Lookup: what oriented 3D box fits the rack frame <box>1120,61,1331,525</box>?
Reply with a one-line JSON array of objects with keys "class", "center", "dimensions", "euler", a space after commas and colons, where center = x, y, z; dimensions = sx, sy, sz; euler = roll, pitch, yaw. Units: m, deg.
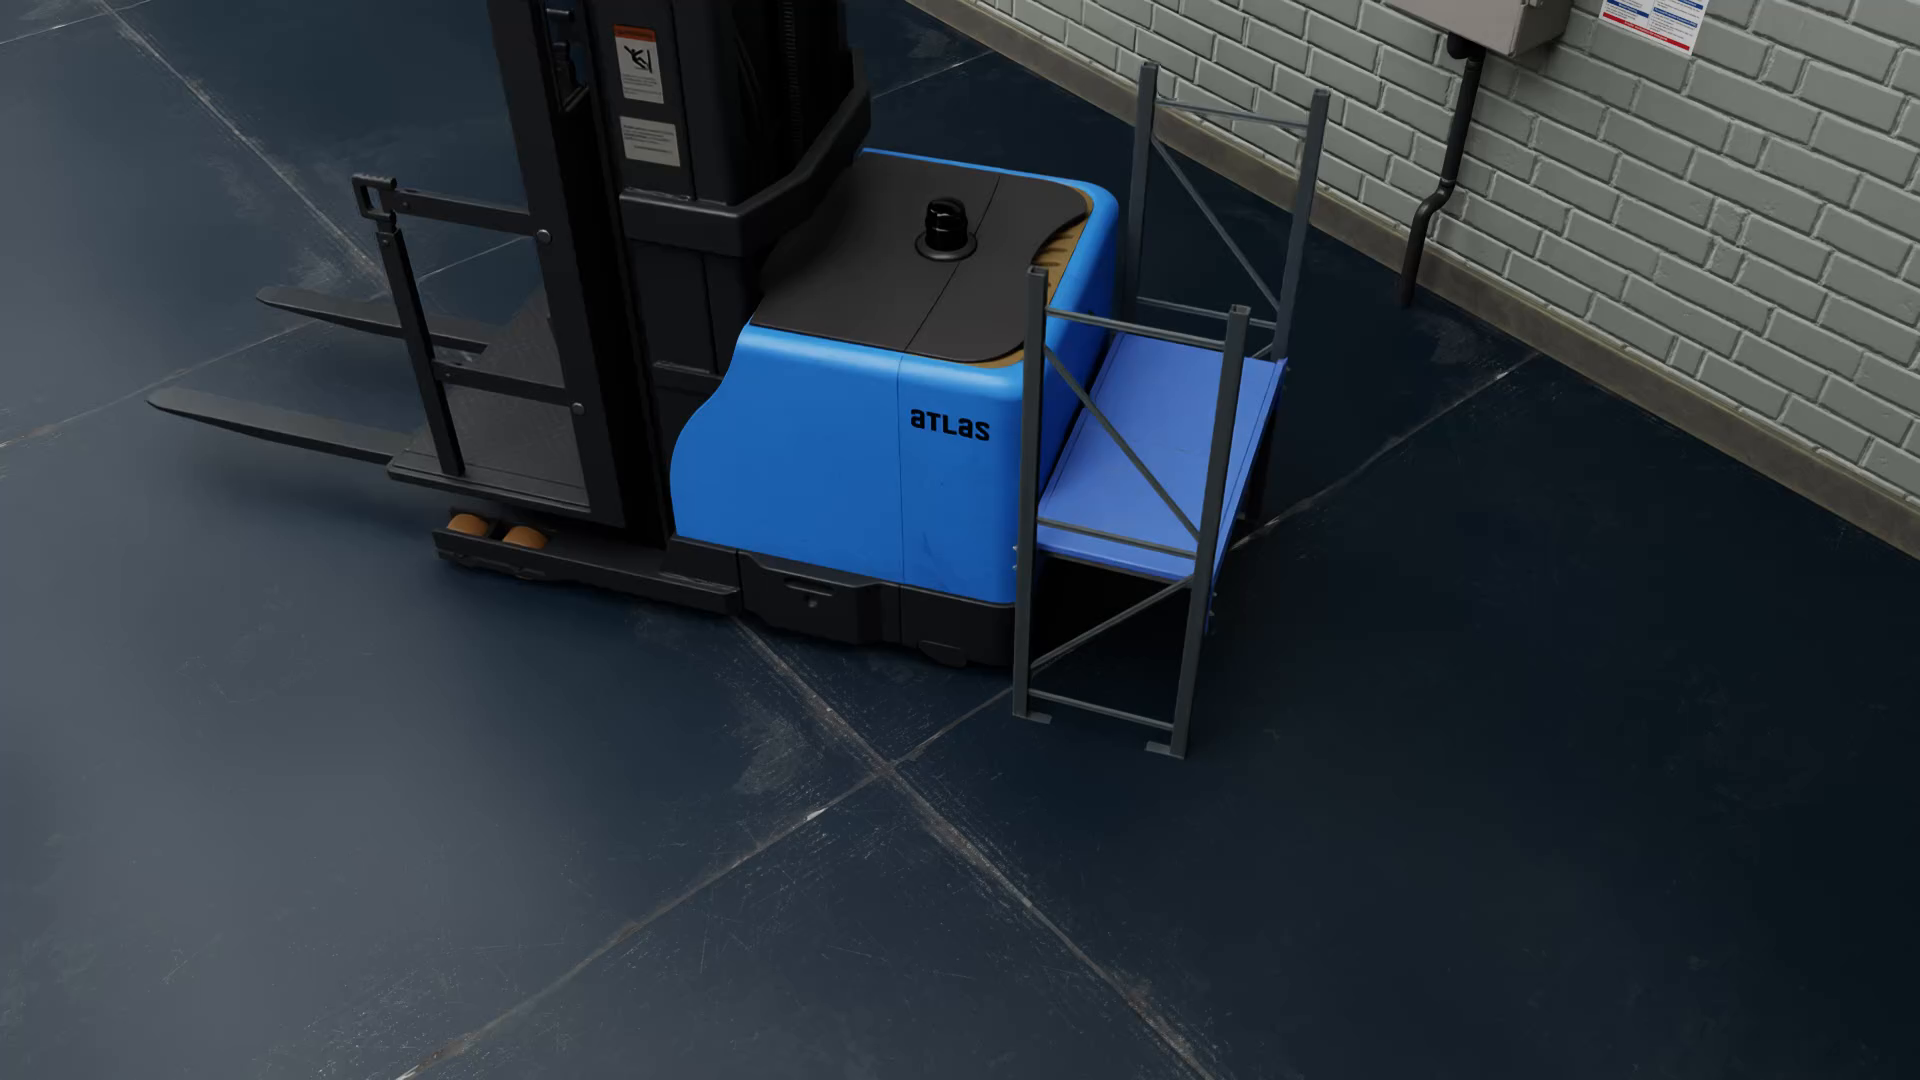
[{"class": "rack frame", "center": [0.718, -0.661, 4.858], "dimensions": [0.500, 1.500, 0.032], "euler": [13, 45, 14]}]

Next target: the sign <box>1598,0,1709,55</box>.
[{"class": "sign", "center": [2.117, -1.739, 4.980], "dimensions": [0.001, 0.494, 0.329], "euler": [-30, 51, -28]}]

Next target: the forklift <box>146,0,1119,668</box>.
[{"class": "forklift", "center": [-1.105, -1.279, 4.471], "dimensions": [3.031, 2.935, 1.130], "euler": [12, 44, 12]}]

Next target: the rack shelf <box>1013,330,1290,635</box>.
[{"class": "rack shelf", "center": [0.553, -0.200, 4.630], "dimensions": [0.538, 0.185, 1.000], "euler": [13, 45, 14]}]

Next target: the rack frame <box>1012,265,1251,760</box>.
[{"class": "rack frame", "center": [0.389, -0.002, 4.157], "dimensions": [0.500, 1.500, 0.032], "euler": [13, 45, 14]}]

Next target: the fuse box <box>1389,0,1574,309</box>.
[{"class": "fuse box", "center": [1.642, -1.472, 5.568], "dimensions": [0.414, 1.711, 0.539], "euler": [-30, 51, -28]}]

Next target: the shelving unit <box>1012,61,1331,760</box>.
[{"class": "shelving unit", "center": [0.553, -0.331, 4.507], "dimensions": [0.538, 1.500, 1.048], "euler": [13, 45, 14]}]
